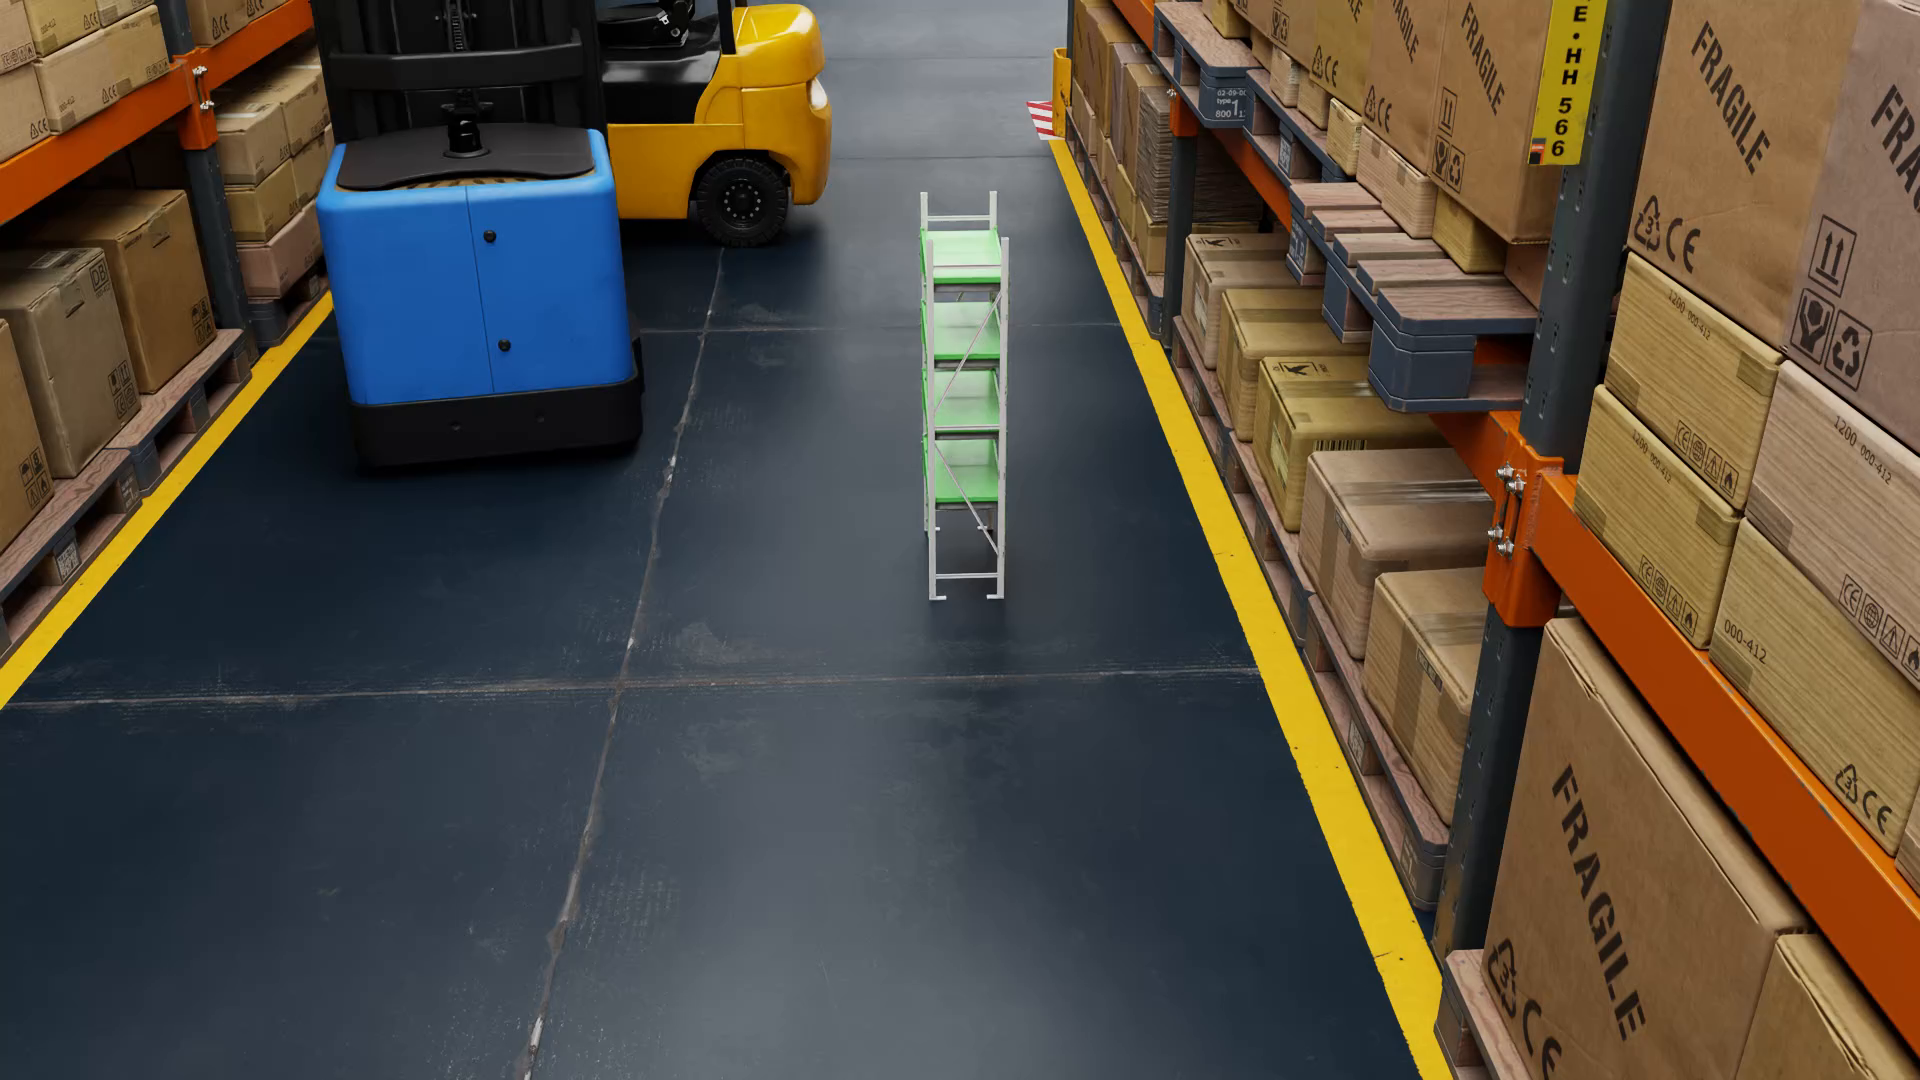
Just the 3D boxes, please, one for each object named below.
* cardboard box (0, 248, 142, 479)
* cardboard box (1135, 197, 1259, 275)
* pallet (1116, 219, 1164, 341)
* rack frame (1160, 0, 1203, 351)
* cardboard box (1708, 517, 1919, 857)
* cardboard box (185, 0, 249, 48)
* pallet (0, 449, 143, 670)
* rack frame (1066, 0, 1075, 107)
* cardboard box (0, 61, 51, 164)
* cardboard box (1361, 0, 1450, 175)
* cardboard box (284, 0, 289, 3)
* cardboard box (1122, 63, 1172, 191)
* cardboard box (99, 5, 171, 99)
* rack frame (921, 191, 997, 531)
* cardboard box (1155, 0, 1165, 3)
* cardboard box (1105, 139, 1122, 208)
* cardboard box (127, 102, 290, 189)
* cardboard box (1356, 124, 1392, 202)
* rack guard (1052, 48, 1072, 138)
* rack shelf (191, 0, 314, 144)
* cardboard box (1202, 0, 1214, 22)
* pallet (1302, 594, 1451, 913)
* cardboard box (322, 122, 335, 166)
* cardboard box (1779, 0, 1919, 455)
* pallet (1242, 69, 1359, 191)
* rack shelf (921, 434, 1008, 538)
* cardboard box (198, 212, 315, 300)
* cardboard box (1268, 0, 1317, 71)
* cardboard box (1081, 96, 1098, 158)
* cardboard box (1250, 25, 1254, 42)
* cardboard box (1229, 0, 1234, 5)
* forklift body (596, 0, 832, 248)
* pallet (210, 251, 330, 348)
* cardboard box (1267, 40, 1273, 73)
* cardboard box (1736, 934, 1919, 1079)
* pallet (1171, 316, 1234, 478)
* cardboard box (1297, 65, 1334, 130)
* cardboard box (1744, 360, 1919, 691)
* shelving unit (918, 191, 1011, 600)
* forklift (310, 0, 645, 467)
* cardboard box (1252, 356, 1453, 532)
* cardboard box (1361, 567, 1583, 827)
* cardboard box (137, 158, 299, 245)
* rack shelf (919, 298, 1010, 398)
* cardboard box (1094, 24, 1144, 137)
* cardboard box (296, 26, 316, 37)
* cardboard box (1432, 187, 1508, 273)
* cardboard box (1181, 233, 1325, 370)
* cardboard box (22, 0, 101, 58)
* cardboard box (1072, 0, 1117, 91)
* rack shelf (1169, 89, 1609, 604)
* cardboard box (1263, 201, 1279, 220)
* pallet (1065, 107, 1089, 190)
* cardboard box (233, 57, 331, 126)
[{"bbox_3d":[-3.485,-0.617,5.803,0.875,0.625,0.625,-2,28,-3],"label":"cardboard box"},{"bbox_3d":[1.101,-1.438,7.782,0.500,0.250,0.500,0,28,0],"label":"cardboard box"},{"bbox_3d":[1.330,-1.277,7.970,1.003,0.211,1.213,-1,28,-3],"label":"pallet"},{"bbox_3d":[1.400,-2.204,6.733,1.000,3.000,0.127,-1,28,-3],"label":"rack frame"},{"bbox_3d":[1.428,0.178,2.327,0.500,0.250,0.500,-2,28,-4],"label":"cardboard box"},{"bbox_3d":[-3.319,-2.338,6.881,0.500,0.500,0.500,-2,28,-4],"label":"cardboard box"},{"bbox_3d":[-3.412,0.058,5.411,1.003,0.211,1.213,-1,28,-3],"label":"pallet"},{"bbox_3d":[1.191,-4.051,10.274,1.000,3.000,0.127,-1,28,-3],"label":"rack frame"},{"bbox_3d":[-3.242,-1.328,5.214,0.500,0.250,0.500,-1,28,-2],"label":"cardboard box"},{"bbox_3d":[1.270,-1.161,3.849,0.500,0.500,0.500,-2,28,-3],"label":"cardboard box"},{"bbox_3d":[-3.390,-2.812,7.790,0.500,0.500,0.500,-2,28,-3],"label":"cardboard box"},{"bbox_3d":[1.073,-2.005,8.060,0.500,0.500,0.500,-1,28,-2],"label":"cardboard box"},{"bbox_3d":[-3.269,-1.790,6.100,0.500,0.250,0.500,-1,28,-1],"label":"cardboard box"},{"bbox_3d":[-0.004,-0.568,5.542,0.240,1.200,0.015,-1,28,-3],"label":"rack frame"},{"bbox_3d":[1.059,-2.349,7.282,0.380,0.149,0.250,-1,28,-1],"label":"cardboard box"},{"bbox_3d":[1.041,-1.918,8.704,0.500,0.250,0.500,-1,28,-2],"label":"cardboard box"},{"bbox_3d":[-3.268,-1.724,7.250,0.500,0.250,0.500,-2,28,-3],"label":"cardboard box"},{"bbox_3d":[1.208,-0.931,4.109,0.380,0.149,0.250,-3,28,-5],"label":"cardboard box"},{"bbox_3d":[1.195,-2.908,10.785,1.175,0.500,0.348,-1,28,-3],"label":"rack guard"},{"bbox_3d":[-3.661,-2.687,8.437,1.077,0.370,4.000,-1,28,-3],"label":"rack shelf"},{"bbox_3d":[1.114,-2.016,6.190,0.380,0.149,0.250,-1,28,-2],"label":"cardboard box"},{"bbox_3d":[1.570,0.518,4.528,1.003,0.211,1.213,-1,28,-3],"label":"pallet"},{"bbox_3d":[-3.316,-1.967,8.257,0.500,0.250,0.500,-2,28,-3],"label":"cardboard box"},{"bbox_3d":[1.426,-0.382,2.050,0.500,0.500,0.500,-1,28,-2],"label":"cardboard box"},{"bbox_3d":[1.465,-1.185,4.986,1.003,0.211,1.213,-1,28,-3],"label":"pallet"},{"bbox_3d":[0.009,-0.186,5.466,0.258,0.148,0.480,-1,28,-3],"label":"rack shelf"},{"bbox_3d":[-3.251,-1.281,7.482,0.500,0.250,0.500,-1,28,-2],"label":"cardboard box"},{"bbox_3d":[1.215,-1.646,4.779,0.500,0.500,0.500,-2,28,-5],"label":"cardboard box"},{"bbox_3d":[0.976,-2.403,9.634,0.500,0.250,0.500,0,28,-1],"label":"cardboard box"},{"bbox_3d":[1.209,-1.772,5.721,0.380,0.149,0.250,0,28,1],"label":"cardboard box"},{"bbox_3d":[1.165,-2.112,5.672,0.500,0.500,0.500,-1,28,-2],"label":"cardboard box"},{"bbox_3d":[-1.844,-2.722,8.643,2.313,2.155,1.214,-1,28,-3],"label":"forklift body"},{"bbox_3d":[-3.556,-1.215,7.850,1.003,0.211,1.213,-1,28,-3],"label":"pallet"},{"bbox_3d":[1.192,-1.538,5.272,0.380,0.149,0.250,-1,28,-2],"label":"cardboard box"},{"bbox_3d":[1.605,1.132,2.180,0.875,0.875,0.875,-1,28,-2],"label":"cardboard box"},{"bbox_3d":[1.442,-0.608,6.688,1.003,0.211,1.213,-1,28,-3],"label":"pallet"},{"bbox_3d":[1.197,-1.291,4.799,0.380,0.149,0.250,-2,28,-4],"label":"cardboard box"},{"bbox_3d":[1.415,-0.033,2.192,0.500,0.250,0.500,-1,28,-1],"label":"cardboard box"},{"bbox_3d":[0.009,-0.456,5.326,0.258,1.200,0.503,-1,28,-3],"label":"shelving unit"},{"bbox_3d":[-2.071,-2.232,6.860,1.130,2.935,3.031,-7,28,-12],"label":"forklift"},{"bbox_3d":[1.509,-0.330,5.527,0.950,0.372,0.625,0,28,-1],"label":"cardboard box"},{"bbox_3d":[1.590,0.361,4.202,0.950,0.372,0.625,-3,28,-6],"label":"cardboard box"},{"bbox_3d":[-3.273,-1.502,7.365,0.500,0.250,0.500,-2,28,-3],"label":"cardboard box"},{"bbox_3d":[0.009,-0.612,5.245,0.258,0.148,0.480,-1,28,-3],"label":"rack shelf"},{"bbox_3d":[1.009,-2.488,8.984,0.500,0.500,0.500,-1,28,-2],"label":"cardboard box"},{"bbox_3d":[-3.361,-2.667,9.057,0.500,0.250,0.500,-1,28,-2],"label":"cardboard box"},{"bbox_3d":[1.271,-0.700,3.665,0.380,0.149,0.250,-1,28,-2],"label":"cardboard box"},{"bbox_3d":[1.430,-0.983,6.779,0.950,0.372,0.625,-1,28,-2],"label":"cardboard box"},{"bbox_3d":[-3.241,-1.780,5.540,0.500,0.250,0.500,-2,28,-4],"label":"cardboard box"},{"bbox_3d":[0.959,-2.961,9.892,0.500,0.500,0.500,-2,28,-4],"label":"cardboard box"},{"bbox_3d":[1.505,-0.962,5.128,1.077,0.370,4.000,-1,28,-3],"label":"rack shelf"},{"bbox_3d":[1.639,-1.783,7.633,0.500,0.500,0.500,0,28,0],"label":"cardboard box"},{"bbox_3d":[1.203,-2.404,10.131,1.003,0.211,1.213,-1,28,-3],"label":"pallet"},{"bbox_3d":[-3.322,-2.190,8.143,0.500,0.250,0.500,0,28,-1],"label":"cardboard box"}]
